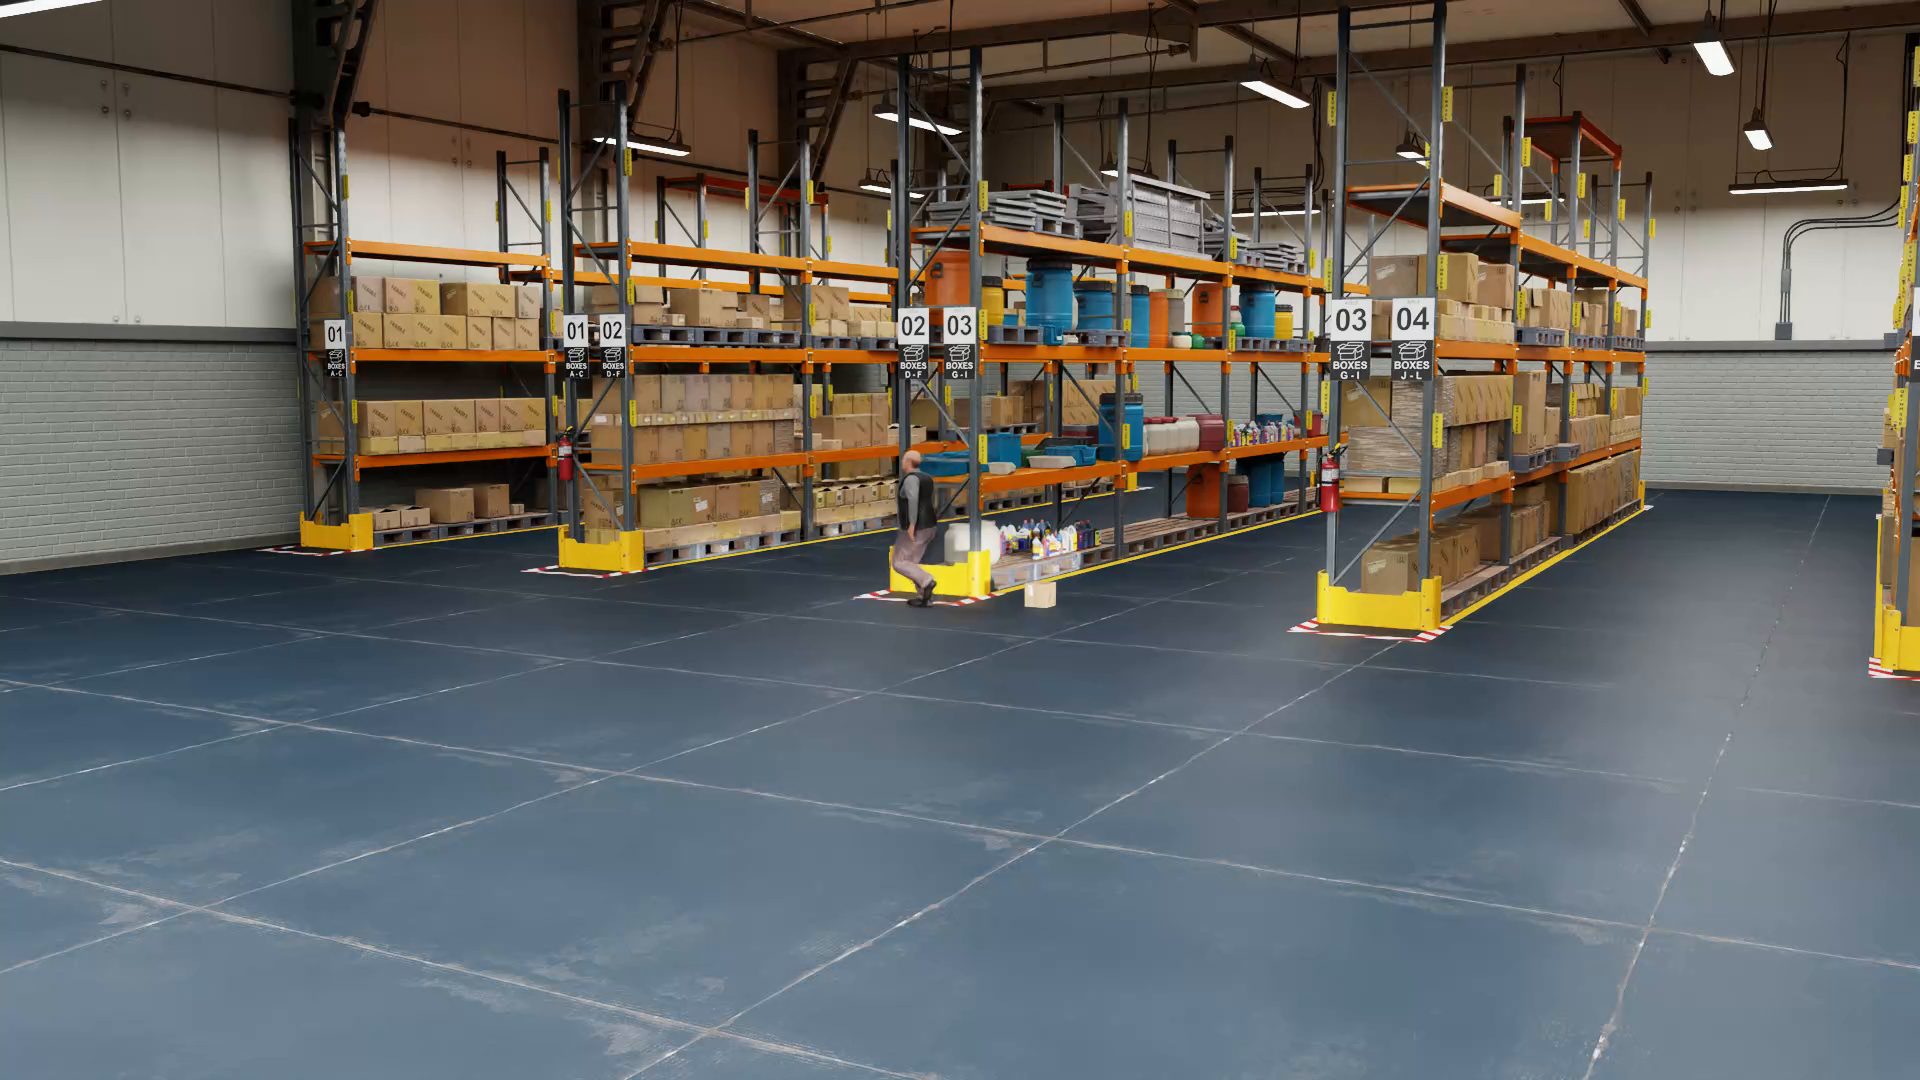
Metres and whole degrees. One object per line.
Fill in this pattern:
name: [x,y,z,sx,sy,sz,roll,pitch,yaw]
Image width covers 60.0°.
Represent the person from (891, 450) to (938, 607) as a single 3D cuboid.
person: [-0.462,-0.119,17.650,0.562,1.659,0.687,3,7,25]
